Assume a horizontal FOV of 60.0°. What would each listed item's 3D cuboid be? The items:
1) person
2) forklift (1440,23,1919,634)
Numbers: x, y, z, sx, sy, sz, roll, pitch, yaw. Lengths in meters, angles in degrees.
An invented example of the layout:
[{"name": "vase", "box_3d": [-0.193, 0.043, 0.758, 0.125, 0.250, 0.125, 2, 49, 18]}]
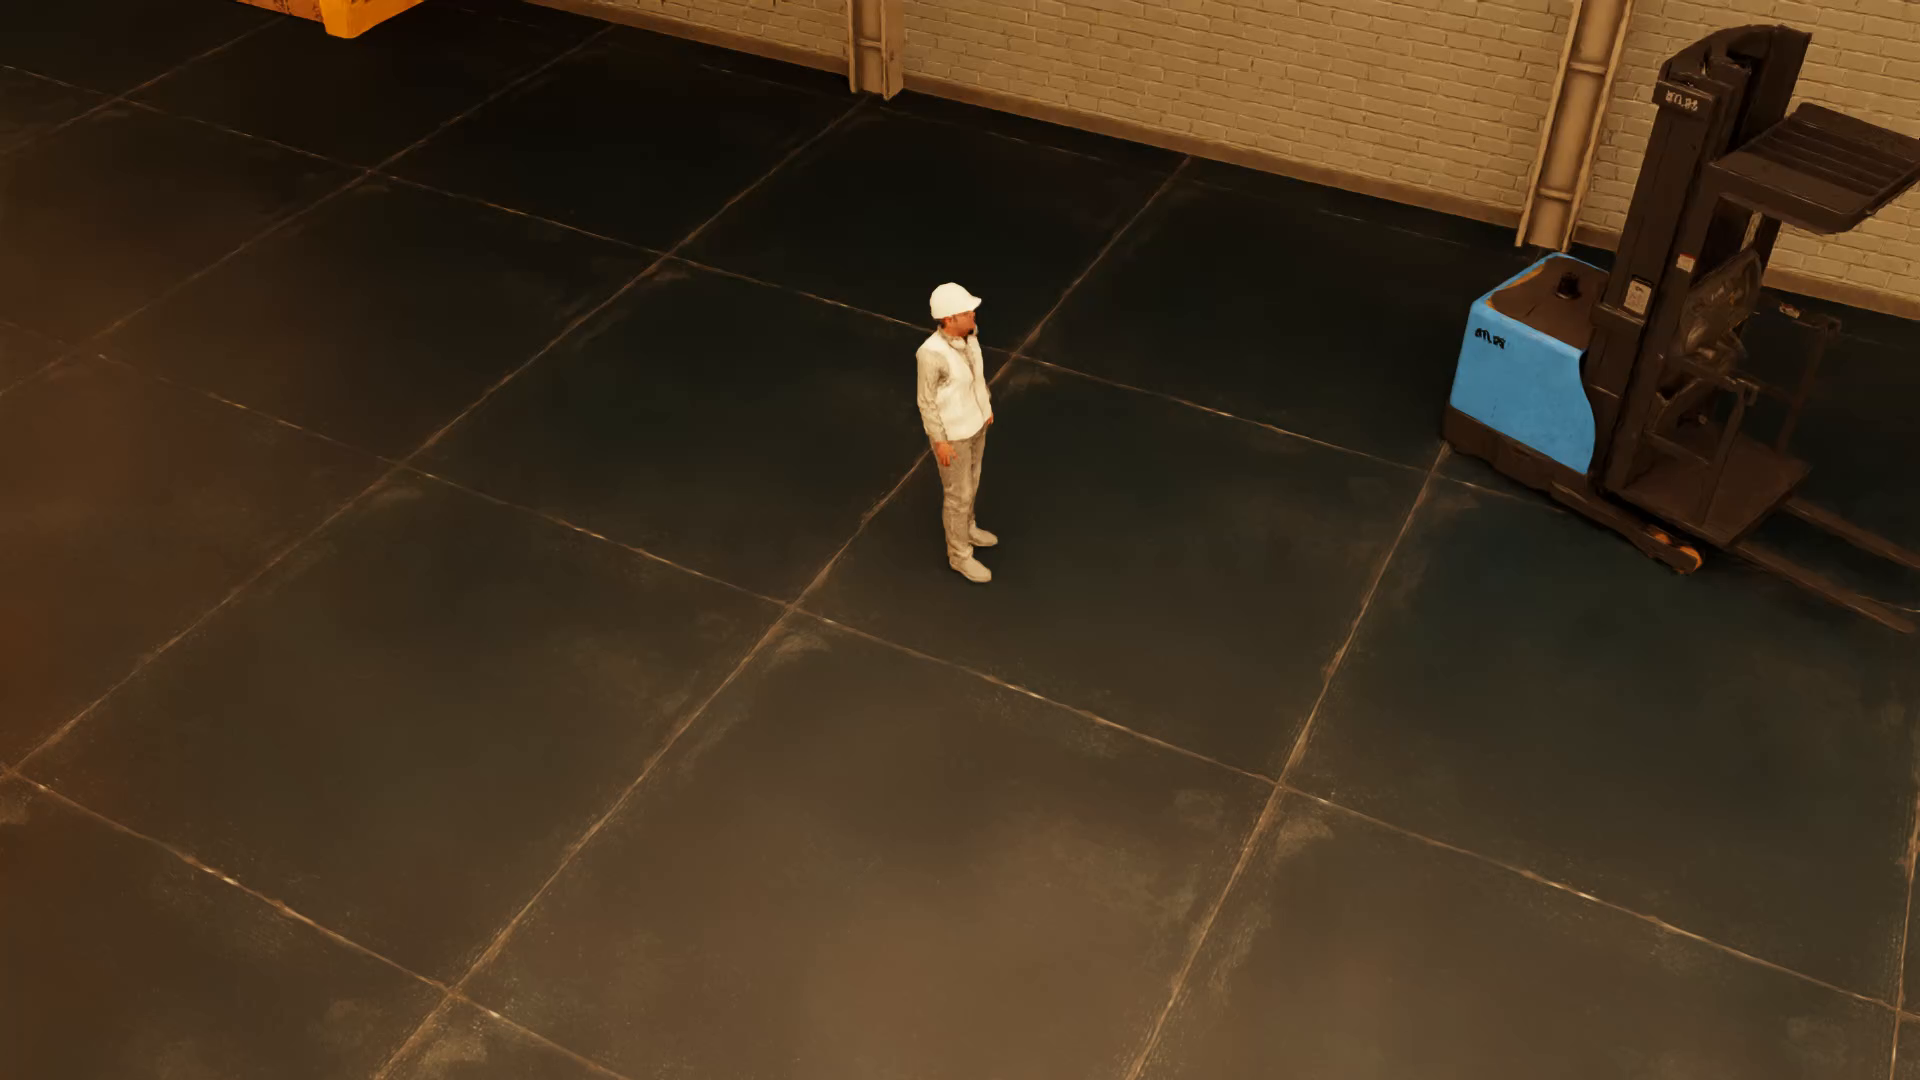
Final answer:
[{"name": "person", "box_3d": [0.052, -0.661, 9.658, 0.567, 1.773, 0.632, 18, 43, 21]}, {"name": "forklift", "box_3d": [4.540, -1.289, 9.518, 1.130, 2.935, 3.031, -31, 49, -31]}]
